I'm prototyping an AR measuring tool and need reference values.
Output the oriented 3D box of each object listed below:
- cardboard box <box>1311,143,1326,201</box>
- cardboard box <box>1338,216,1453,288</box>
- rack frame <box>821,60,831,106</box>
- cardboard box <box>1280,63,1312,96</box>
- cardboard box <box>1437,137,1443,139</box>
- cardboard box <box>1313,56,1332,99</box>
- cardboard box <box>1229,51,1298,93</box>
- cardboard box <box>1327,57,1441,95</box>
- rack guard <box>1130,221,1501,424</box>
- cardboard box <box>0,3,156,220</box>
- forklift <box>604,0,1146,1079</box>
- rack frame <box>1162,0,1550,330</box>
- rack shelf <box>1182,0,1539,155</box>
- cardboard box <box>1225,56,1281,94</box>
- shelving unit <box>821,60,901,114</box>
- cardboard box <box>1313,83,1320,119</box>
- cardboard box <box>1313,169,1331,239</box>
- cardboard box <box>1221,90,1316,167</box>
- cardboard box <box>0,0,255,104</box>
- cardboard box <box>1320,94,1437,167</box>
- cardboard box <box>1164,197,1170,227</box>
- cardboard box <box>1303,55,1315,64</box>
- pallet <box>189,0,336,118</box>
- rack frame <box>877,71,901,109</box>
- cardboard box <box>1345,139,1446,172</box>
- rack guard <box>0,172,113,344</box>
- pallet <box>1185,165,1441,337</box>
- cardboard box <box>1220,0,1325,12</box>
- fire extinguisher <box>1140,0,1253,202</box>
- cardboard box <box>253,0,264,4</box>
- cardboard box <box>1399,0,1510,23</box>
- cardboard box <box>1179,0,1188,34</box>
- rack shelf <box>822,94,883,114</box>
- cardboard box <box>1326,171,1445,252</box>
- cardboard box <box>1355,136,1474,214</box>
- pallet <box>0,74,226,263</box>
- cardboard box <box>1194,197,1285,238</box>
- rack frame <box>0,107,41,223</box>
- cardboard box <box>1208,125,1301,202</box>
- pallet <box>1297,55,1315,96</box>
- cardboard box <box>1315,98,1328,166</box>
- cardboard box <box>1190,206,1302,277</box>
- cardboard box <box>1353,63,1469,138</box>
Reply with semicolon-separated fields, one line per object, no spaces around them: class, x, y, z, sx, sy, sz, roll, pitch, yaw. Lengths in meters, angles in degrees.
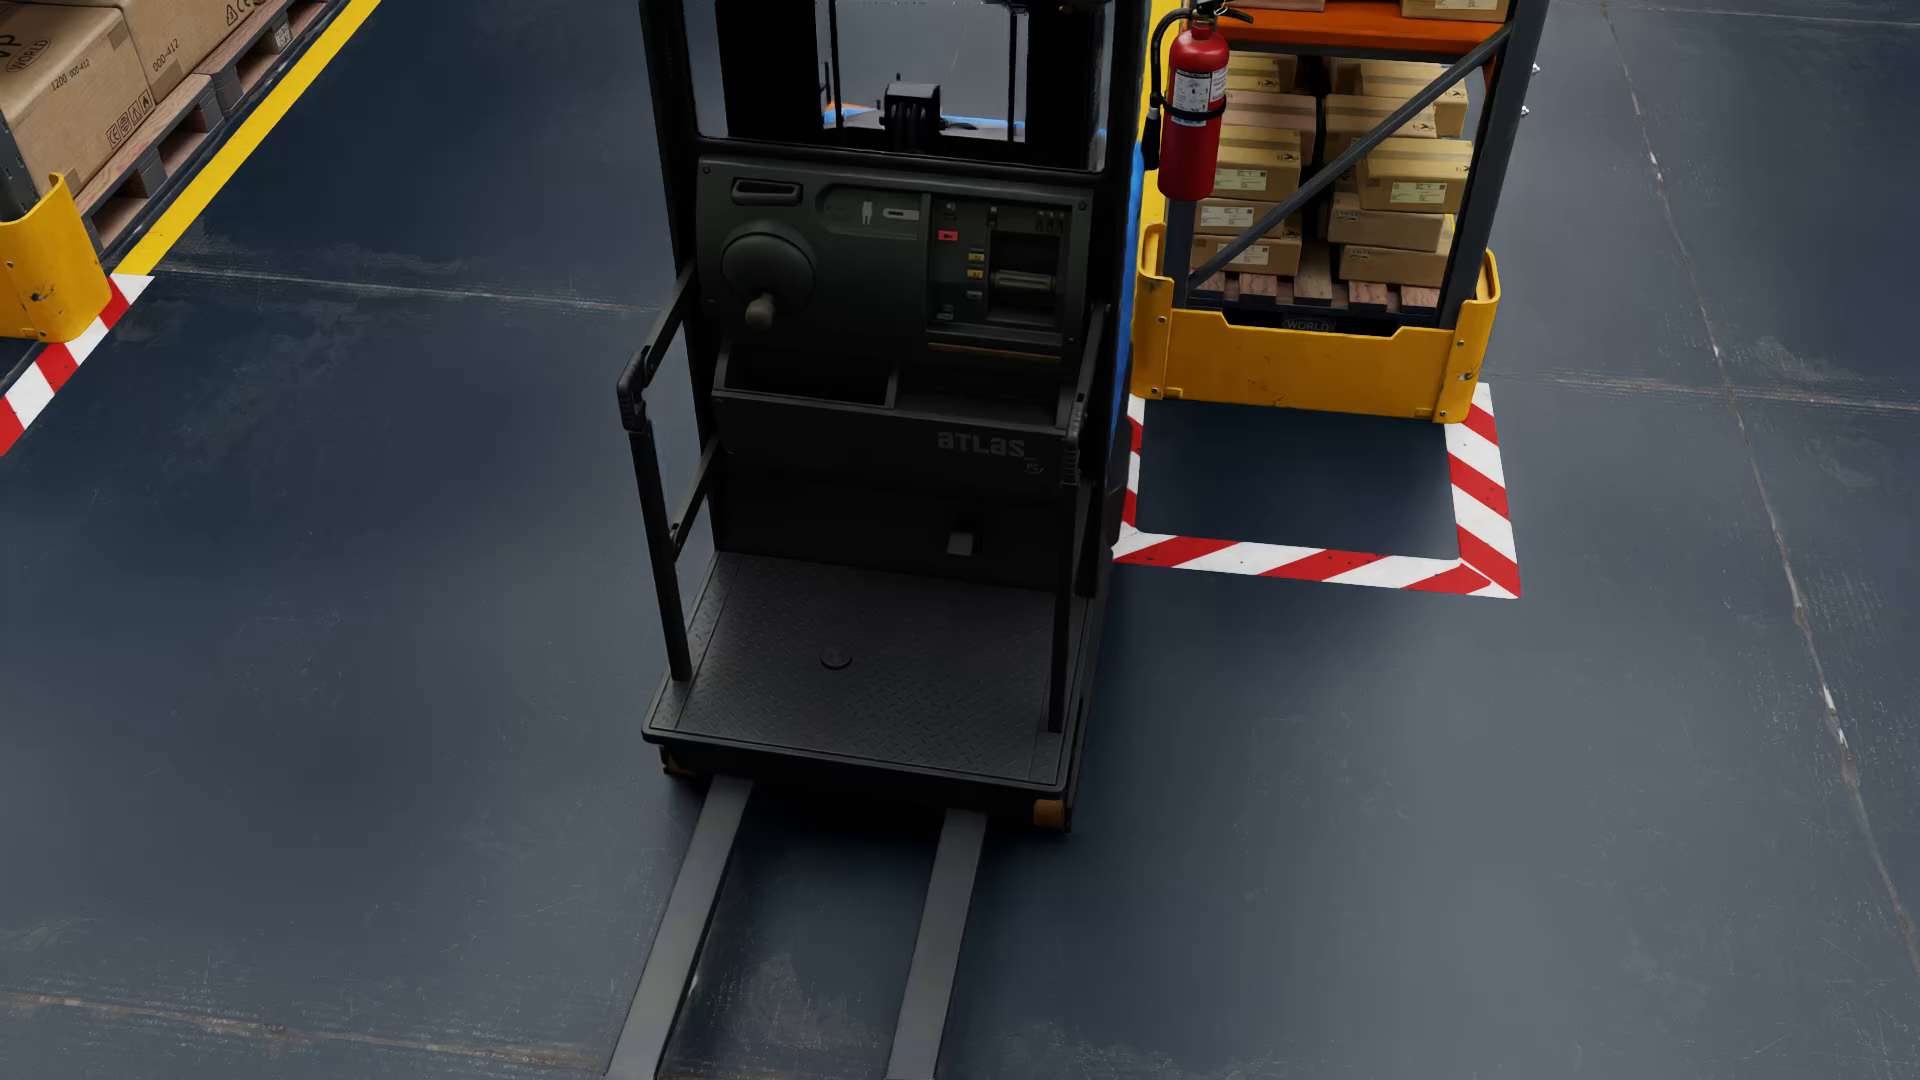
cardboard box;1.534;-1.399;6.313;0.380;0.149;0.250;6;44;6
cardboard box;1.554;-1.043;5.938;0.380;0.149;0.250;6;44;6
rack frame;-0.459;-1.098;5.644;0.008;1.050;0.200;13;45;13
cardboard box;1.159;-1.737;6.454;0.380;0.149;0.250;5;44;5
cardboard box;1.670;-1.678;6.392;0.380;0.149;0.250;7;44;7
cardboard box;1.611;-1.867;6.592;0.380;0.149;0.250;3;44;3
cardboard box;1.082;-1.839;6.346;0.380;0.149;0.250;4;44;4
cardboard box;1.602;-1.793;6.297;0.380;0.149;0.250;3;44;3
rack guard;1.178;-0.742;5.670;1.175;0.500;0.348;5;44;6
cardboard box;-3.764;-1.660;6.379;0.875;0.438;0.875;4;44;4
forklift;-0.196;-0.573;3.723;1.130;2.935;3.031;7;44;7
rack frame;1.168;-1.598;4.756;1.000;3.000;0.127;5;44;6
rack shelf;1.432;-2.699;6.442;1.077;0.370;4.000;5;44;6
cardboard box;0.985;-1.669;6.166;0.380;0.149;0.250;4;44;5
shelving unit;-0.343;-1.072;5.617;0.252;1.050;0.215;13;45;13
cardboard box;1.615;-1.745;6.680;0.380;0.149;0.250;5;44;6
cardboard box;1.508;-1.229;6.134;0.380;0.149;0.250;5;44;5
cardboard box;1.077;-1.481;5.968;0.380;0.149;0.250;6;44;6
cardboard box;-3.651;-2.284;7.039;0.875;0.438;0.875;6;44;7
cardboard box;1.491;-1.456;5.941;0.380;0.149;0.250;6;44;6
cardboard box;0.964;-1.277;6.185;0.380;0.149;0.250;6;44;7
cardboard box;1.605;-2.056;6.791;0.380;0.149;0.250;7;44;8
pallet;-3.560;-2.347;7.575;1.003;0.211;1.213;5;44;6
rack frame;-0.227;-1.045;5.589;0.008;1.050;0.200;13;45;13
cardboard box;1.584;-1.338;6.033;0.380;0.149;0.250;5;44;5
rack guard;-3.755;-1.055;6.000;1.175;0.500;0.348;5;44;6
pallet;1.320;-1.187;6.350;1.003;0.211;1.213;5;44;6
cardboard box;0.931;-1.754;5.104;0.380;0.149;0.250;5;44;6
fire extinguisher;0.677;-1.304;4.773;0.296;0.674;0.183;5;44;6
cardboard box;-3.531;-2.899;7.688;0.875;0.438;0.875;4;44;4
cardboard box;1.535;-1.697;5.044;0.380;0.149;0.250;5;44;5
cardboard box;1.062;-2.028;6.545;0.380;0.149;0.250;7;44;7
rack shelf;-0.341;-1.271;5.430;0.240;0.259;0.215;13;45;13
cardboard box;1.491;-1.157;5.842;0.380;0.149;0.250;7;44;7
cardboard box;1.574;-1.257;5.731;0.380;0.149;0.250;3;44;4
pallet;-3.724;-1.518;6.700;1.003;0.211;1.213;5;44;6
cardboard box;0.955;-1.208;5.896;0.380;0.149;0.250;4;44;4
rack frame;-3.752;-1.979;5.158;1.000;3.000;0.127;5;44;6
cardboard box;0.987;-1.315;5.792;0.380;0.149;0.250;6;44;6
pallet;1.484;-2.016;7.226;1.003;0.211;1.213;5;44;6
cardboard box;1.528;-1.513;6.218;0.380;0.149;0.250;6;44;6
cardboard box;1.031;-1.093;5.990;0.380;0.149;0.250;6;44;6
cardboard box;1.651;-1.616;6.110;0.380;0.149;0.250;5;44;5
